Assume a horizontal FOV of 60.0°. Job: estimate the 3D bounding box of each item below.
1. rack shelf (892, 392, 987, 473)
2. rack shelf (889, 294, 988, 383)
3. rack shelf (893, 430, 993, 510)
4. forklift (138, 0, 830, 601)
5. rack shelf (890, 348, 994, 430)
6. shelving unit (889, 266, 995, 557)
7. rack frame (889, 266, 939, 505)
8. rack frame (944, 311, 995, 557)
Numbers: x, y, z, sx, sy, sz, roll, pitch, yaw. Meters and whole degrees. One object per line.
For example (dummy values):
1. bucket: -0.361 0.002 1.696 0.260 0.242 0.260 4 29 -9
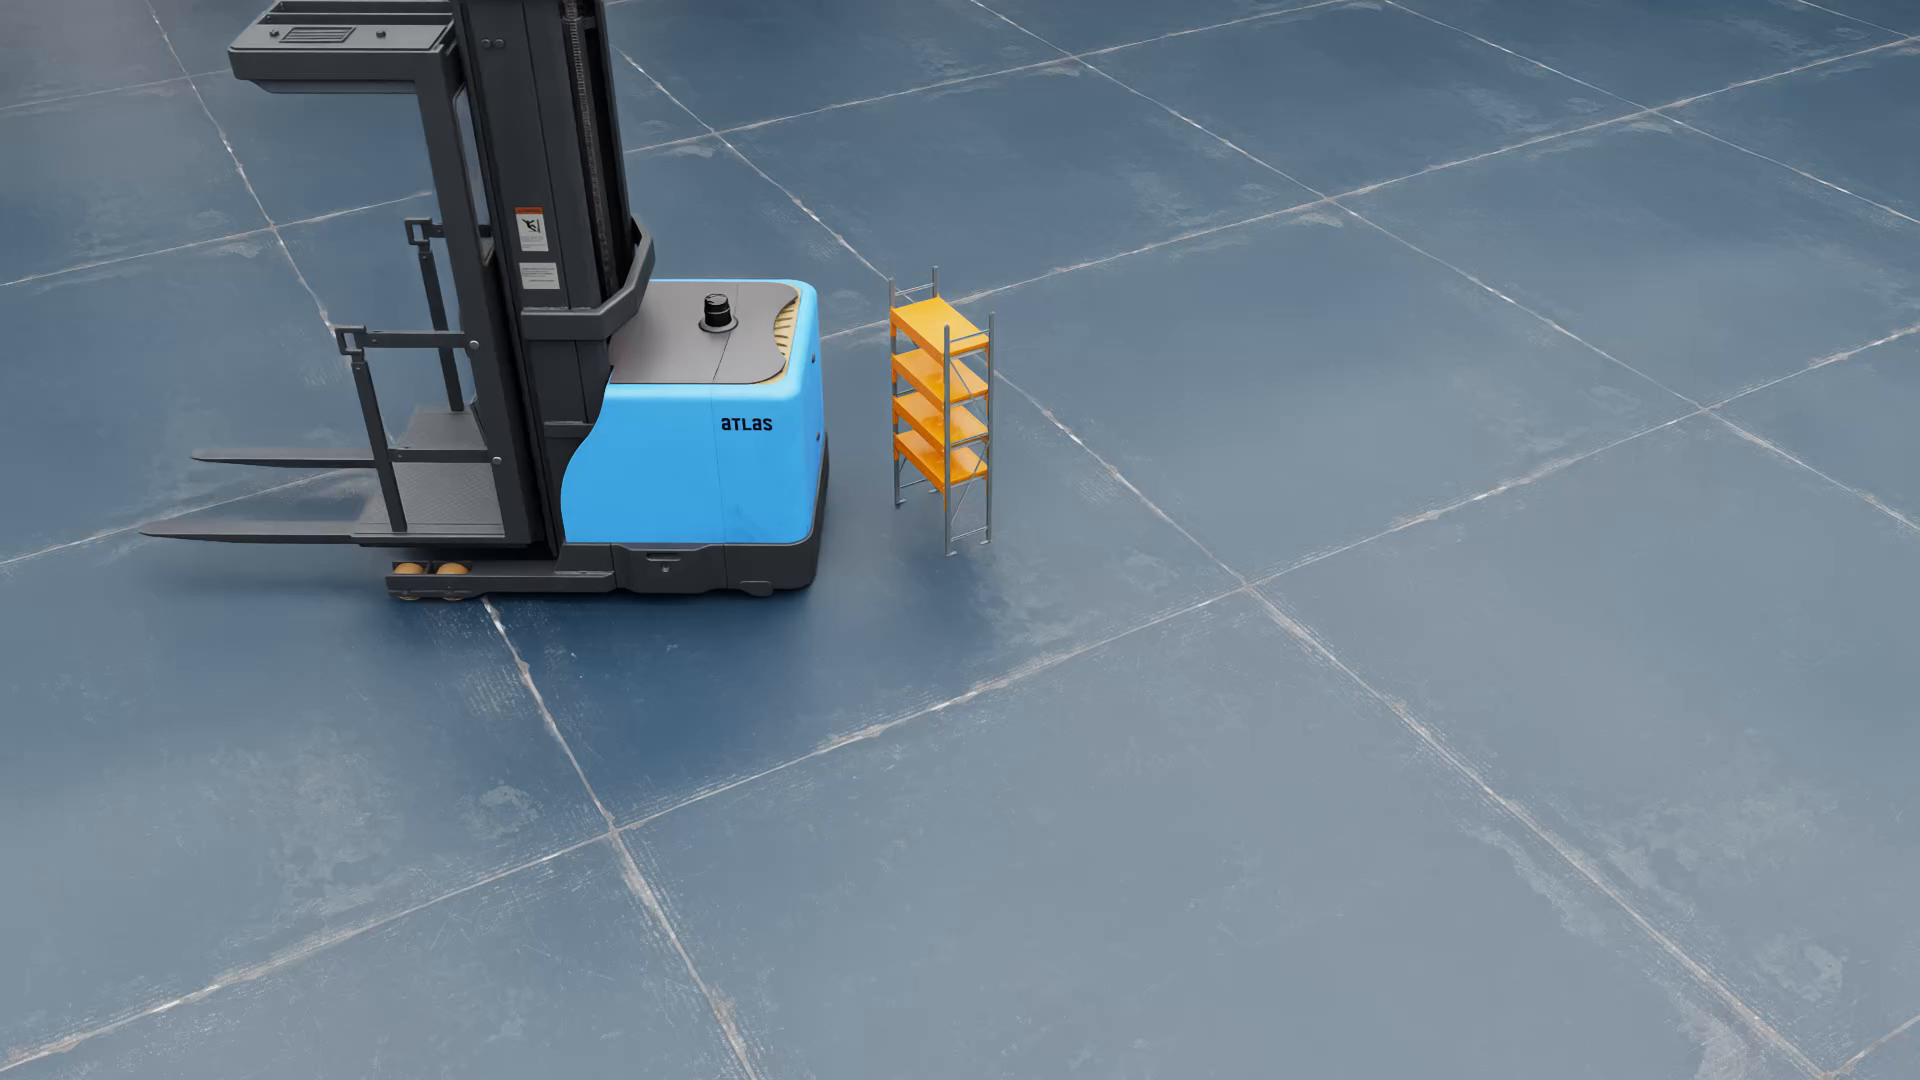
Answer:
1. rack shelf: -0.083 -0.515 7.551 0.258 0.148 0.480 -19 40 -24
2. rack shelf: -0.083 -0.886 7.280 0.258 0.148 0.480 -19 40 -24
3. rack shelf: -0.083 -0.354 7.668 0.258 0.148 0.480 -19 40 -24
4. forklift: -2.154 -1.227 6.944 3.031 2.935 1.130 0 36 0
5. rack shelf: -0.083 -0.695 7.419 0.258 0.148 0.480 -19 40 -24
6. shelving unit: -0.083 -0.569 7.512 0.258 1.200 0.503 -19 40 -24
7. rack frame: -0.206 -0.693 7.682 0.240 1.200 0.015 -19 40 -24
8. rack frame: 0.039 -0.445 7.341 0.240 1.200 0.015 -19 40 -24
